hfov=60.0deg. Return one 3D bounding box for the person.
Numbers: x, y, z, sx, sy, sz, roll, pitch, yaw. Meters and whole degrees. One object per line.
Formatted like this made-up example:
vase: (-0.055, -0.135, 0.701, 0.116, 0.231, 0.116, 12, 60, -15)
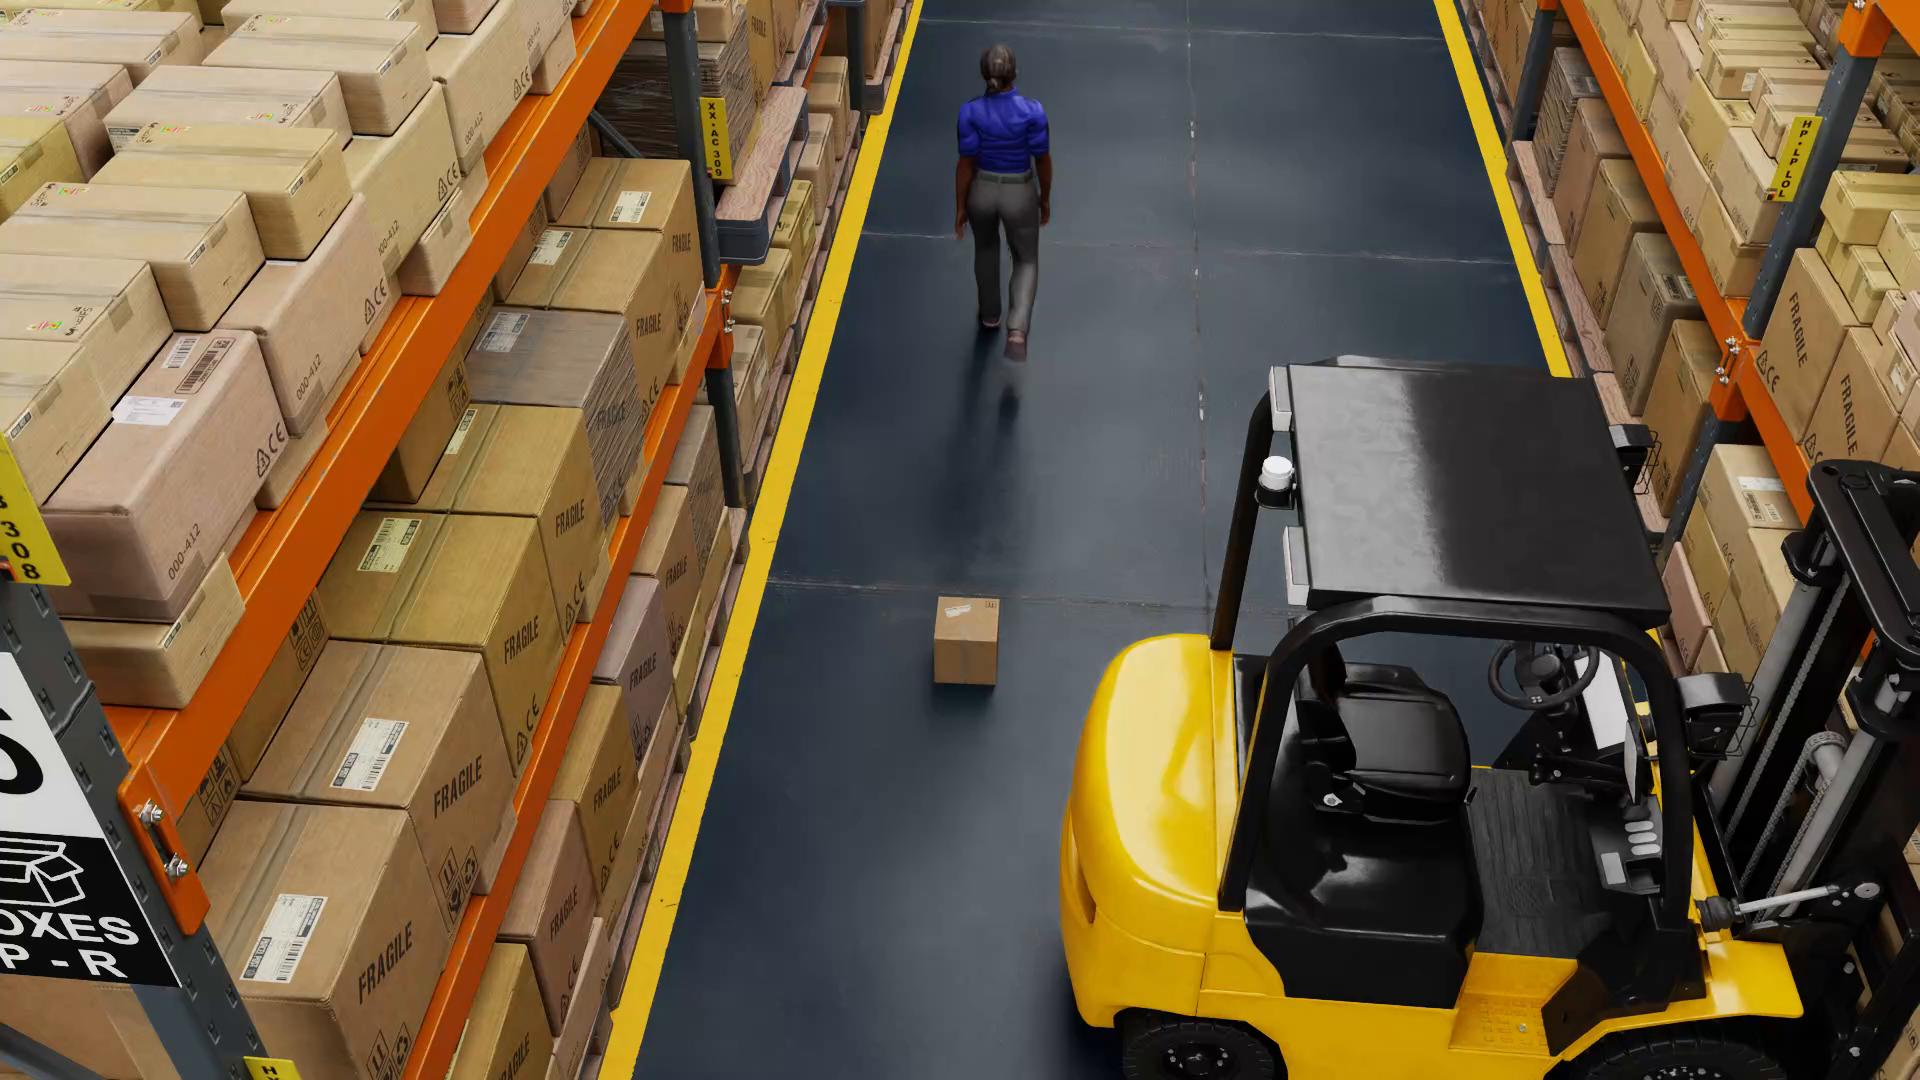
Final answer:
person: (0.209, -1.645, 8.086, 0.462, 1.612, 0.813, 4, 40, 5)
